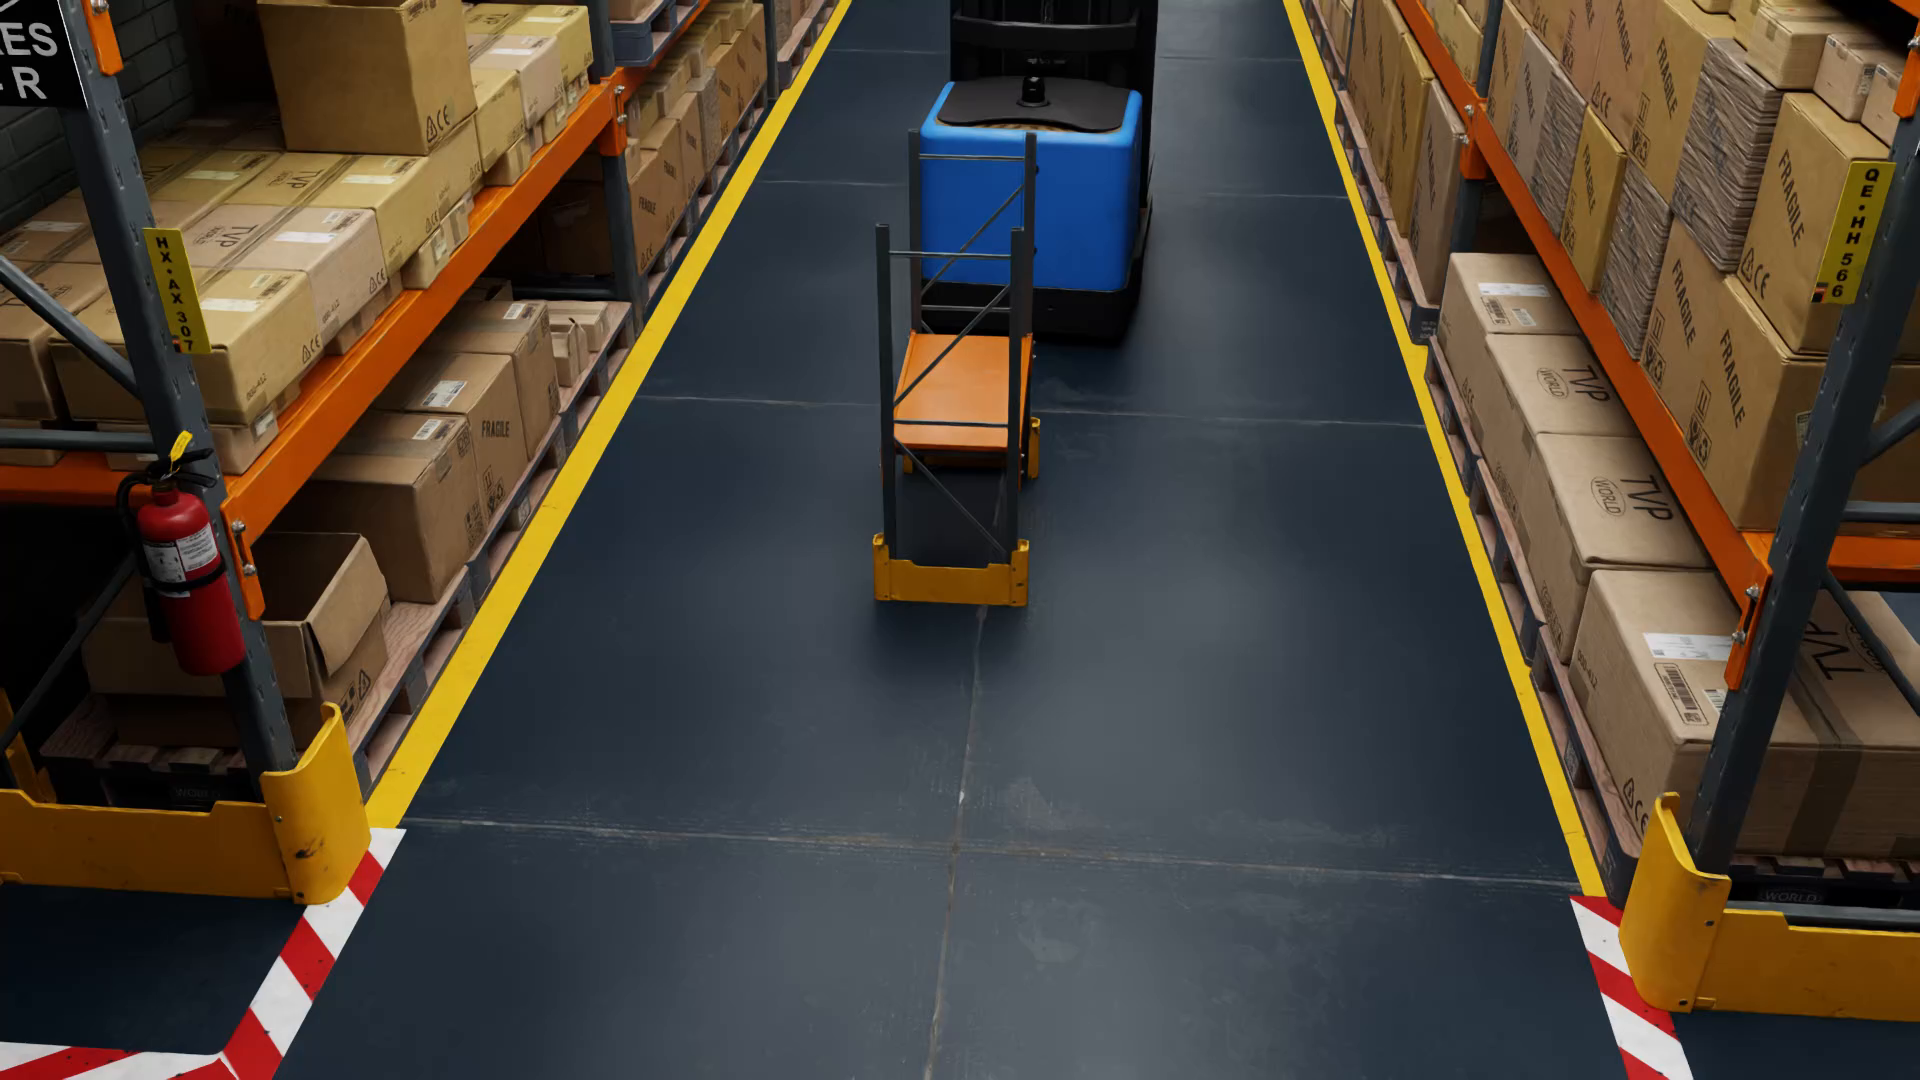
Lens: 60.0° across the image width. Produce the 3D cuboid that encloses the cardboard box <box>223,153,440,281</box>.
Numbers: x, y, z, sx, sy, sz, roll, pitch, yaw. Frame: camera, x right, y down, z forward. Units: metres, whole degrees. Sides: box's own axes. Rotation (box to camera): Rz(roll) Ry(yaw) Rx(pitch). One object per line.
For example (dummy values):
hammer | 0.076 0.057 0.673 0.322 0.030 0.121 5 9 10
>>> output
cardboard box | -2.061 -1.074 5.493 0.500 0.250 0.500 2 32 3

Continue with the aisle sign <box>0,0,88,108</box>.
aisle sign | -2.158 -1.315 3.547 0.394 0.787 0.004 2 32 4

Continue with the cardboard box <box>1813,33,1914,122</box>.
cardboard box | 2.329 -1.121 4.043 0.380 0.149 0.250 3 32 5

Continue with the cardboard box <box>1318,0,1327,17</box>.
cardboard box | 3.329 -4.367 13.082 0.950 0.372 0.625 3 32 6

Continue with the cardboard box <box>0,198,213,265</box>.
cardboard box | -2.629 -0.841 5.115 0.500 0.250 0.500 3 32 4

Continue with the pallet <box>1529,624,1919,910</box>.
pallet | 2.490 0.719 5.382 1.003 0.211 1.213 2 32 4

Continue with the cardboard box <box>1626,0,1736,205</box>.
cardboard box | 2.361 -1.310 4.968 0.500 0.500 0.500 2 32 4

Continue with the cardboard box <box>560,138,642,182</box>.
cardboard box | -1.825 -1.915 8.363 0.380 0.149 0.250 4 32 6

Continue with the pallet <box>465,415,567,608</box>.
pallet | -2.273 -0.162 6.812 1.003 0.211 1.213 2 32 4

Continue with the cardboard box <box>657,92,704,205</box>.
cardboard box | -1.777 -2.246 9.517 0.500 0.500 0.500 2 32 3

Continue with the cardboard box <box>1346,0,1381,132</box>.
cardboard box | 3.015 -3.146 10.621 0.875 0.875 0.875 2 32 4

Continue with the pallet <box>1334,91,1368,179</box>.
pallet | 3.014 -2.634 10.822 1.003 0.211 1.213 2 32 4

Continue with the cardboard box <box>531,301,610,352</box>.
cardboard box | -1.872 -1.009 7.846 0.380 0.149 0.250 2 32 2

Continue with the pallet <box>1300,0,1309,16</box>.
pallet | 3.418 -4.727 14.219 1.003 0.211 1.213 2 32 4

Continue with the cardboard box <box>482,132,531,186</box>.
cardboard box | -1.931 -1.519 6.595 0.380 0.149 0.250 2 32 3

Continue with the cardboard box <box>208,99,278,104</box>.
cardboard box | -2.507 -1.631 6.397 0.500 0.250 0.500 3 32 5

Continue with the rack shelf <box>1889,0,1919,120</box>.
rack shelf | 2.665 -2.063 5.065 1.077 0.370 4.000 2 32 4

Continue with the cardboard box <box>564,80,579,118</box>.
cardboard box | -1.893 -1.927 7.257 0.380 0.149 0.250 3 32 5

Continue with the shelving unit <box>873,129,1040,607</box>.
shelving unit | 0.006 -0.678 6.421 0.587 1.500 1.083 2 32 4

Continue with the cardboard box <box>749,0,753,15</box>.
cardboard box | -1.582 -3.562 11.034 0.380 0.149 0.250 1 32 2

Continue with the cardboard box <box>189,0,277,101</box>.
cardboard box | -2.506 -1.963 6.221 0.500 0.500 0.500 2 32 3

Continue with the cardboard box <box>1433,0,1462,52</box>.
cardboard box | 2.656 -2.586 8.230 0.500 0.250 0.500 2 32 3

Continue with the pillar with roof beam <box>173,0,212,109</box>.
pillar with roof beam | 1.216 -4.393 5.301 9.100 9.000 0.400 2 32 4

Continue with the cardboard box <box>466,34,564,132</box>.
cardboard box | -1.944 -1.872 6.787 0.500 0.250 0.500 3 32 4

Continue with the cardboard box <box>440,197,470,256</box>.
cardboard box | -1.989 -1.120 5.948 0.380 0.149 0.250 3 32 5

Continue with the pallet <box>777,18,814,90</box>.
pallet | -1.688 -3.682 12.523 1.003 0.211 1.213 2 32 4

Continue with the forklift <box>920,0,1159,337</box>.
forklift | 0.530 -3.015 8.848 1.130 2.935 3.031 5 32 8

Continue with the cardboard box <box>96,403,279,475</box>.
cardboard box | -2.145 -0.310 4.633 0.380 0.149 0.250 2 32 4

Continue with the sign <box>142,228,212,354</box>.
sign | -1.904 -0.602 4.043 0.100 0.325 0.005 2 32 4

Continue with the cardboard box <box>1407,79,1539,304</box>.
cardboard box | 2.799 -1.740 8.339 0.875 0.875 0.875 3 32 6

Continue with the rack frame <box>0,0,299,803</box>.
rack frame | -2.445 -0.257 4.307 1.000 3.000 0.127 2 32 4

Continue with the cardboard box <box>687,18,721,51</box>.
cardboard box | -1.705 -3.146 10.359 0.380 0.149 0.250 3 32 5

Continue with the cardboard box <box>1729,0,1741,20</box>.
cardboard box | 2.419 -1.523 4.696 0.380 0.149 0.250 2 32 4

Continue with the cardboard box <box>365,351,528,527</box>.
cardboard box | -2.050 -0.405 6.530 0.500 0.500 0.500 3 32 5

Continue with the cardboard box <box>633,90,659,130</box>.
cardboard box | -1.861 -2.342 9.055 0.380 0.149 0.250 2 32 3

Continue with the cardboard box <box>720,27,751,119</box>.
cardboard box | -1.665 -3.063 10.843 0.500 0.500 0.500 2 32 3

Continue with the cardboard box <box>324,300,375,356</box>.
cardboard box | -2.102 -0.713 5.288 0.380 0.149 0.250 3 32 6

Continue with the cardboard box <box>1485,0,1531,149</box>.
cardboard box | 2.529 -1.947 6.954 0.500 0.500 0.500 3 32 6

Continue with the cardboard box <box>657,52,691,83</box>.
cardboard box | -1.788 -2.743 9.706 0.380 0.149 0.250 3 32 4

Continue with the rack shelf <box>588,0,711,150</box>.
rack shelf | -1.957 -3.088 9.587 1.077 0.370 4.000 2 32 4

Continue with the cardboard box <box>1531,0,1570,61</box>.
cardboard box | 2.501 -2.104 6.257 0.500 0.500 0.500 2 32 3

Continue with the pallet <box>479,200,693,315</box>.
pallet | -2.091 -1.588 9.126 1.003 0.211 1.213 2 32 4

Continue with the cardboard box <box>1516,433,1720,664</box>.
cardboard box | 2.523 0.037 5.873 0.875 0.438 0.875 3 32 5

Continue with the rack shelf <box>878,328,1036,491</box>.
rack shelf | 0.007 -0.530 6.523 0.538 0.185 1.000 2 32 4

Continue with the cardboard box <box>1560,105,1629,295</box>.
cardboard box | 2.395 -1.154 5.669 0.500 0.500 0.500 3 32 5

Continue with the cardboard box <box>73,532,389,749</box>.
cardboard box | -2.301 0.312 5.365 0.797 0.503 0.637 1 32 2

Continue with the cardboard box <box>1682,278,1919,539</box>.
cardboard box | 2.278 -0.353 4.368 0.500 0.500 0.500 3 32 4

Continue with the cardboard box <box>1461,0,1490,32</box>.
cardboard box | 2.622 -2.528 7.660 0.500 0.250 0.500 2 32 4

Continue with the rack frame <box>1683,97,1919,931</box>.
rack frame | 2.502 -0.047 3.966 1.000 3.000 0.127 2 32 4

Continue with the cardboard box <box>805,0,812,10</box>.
cardboard box | -1.629 -4.627 13.263 0.875 0.625 0.625 1 32 2
